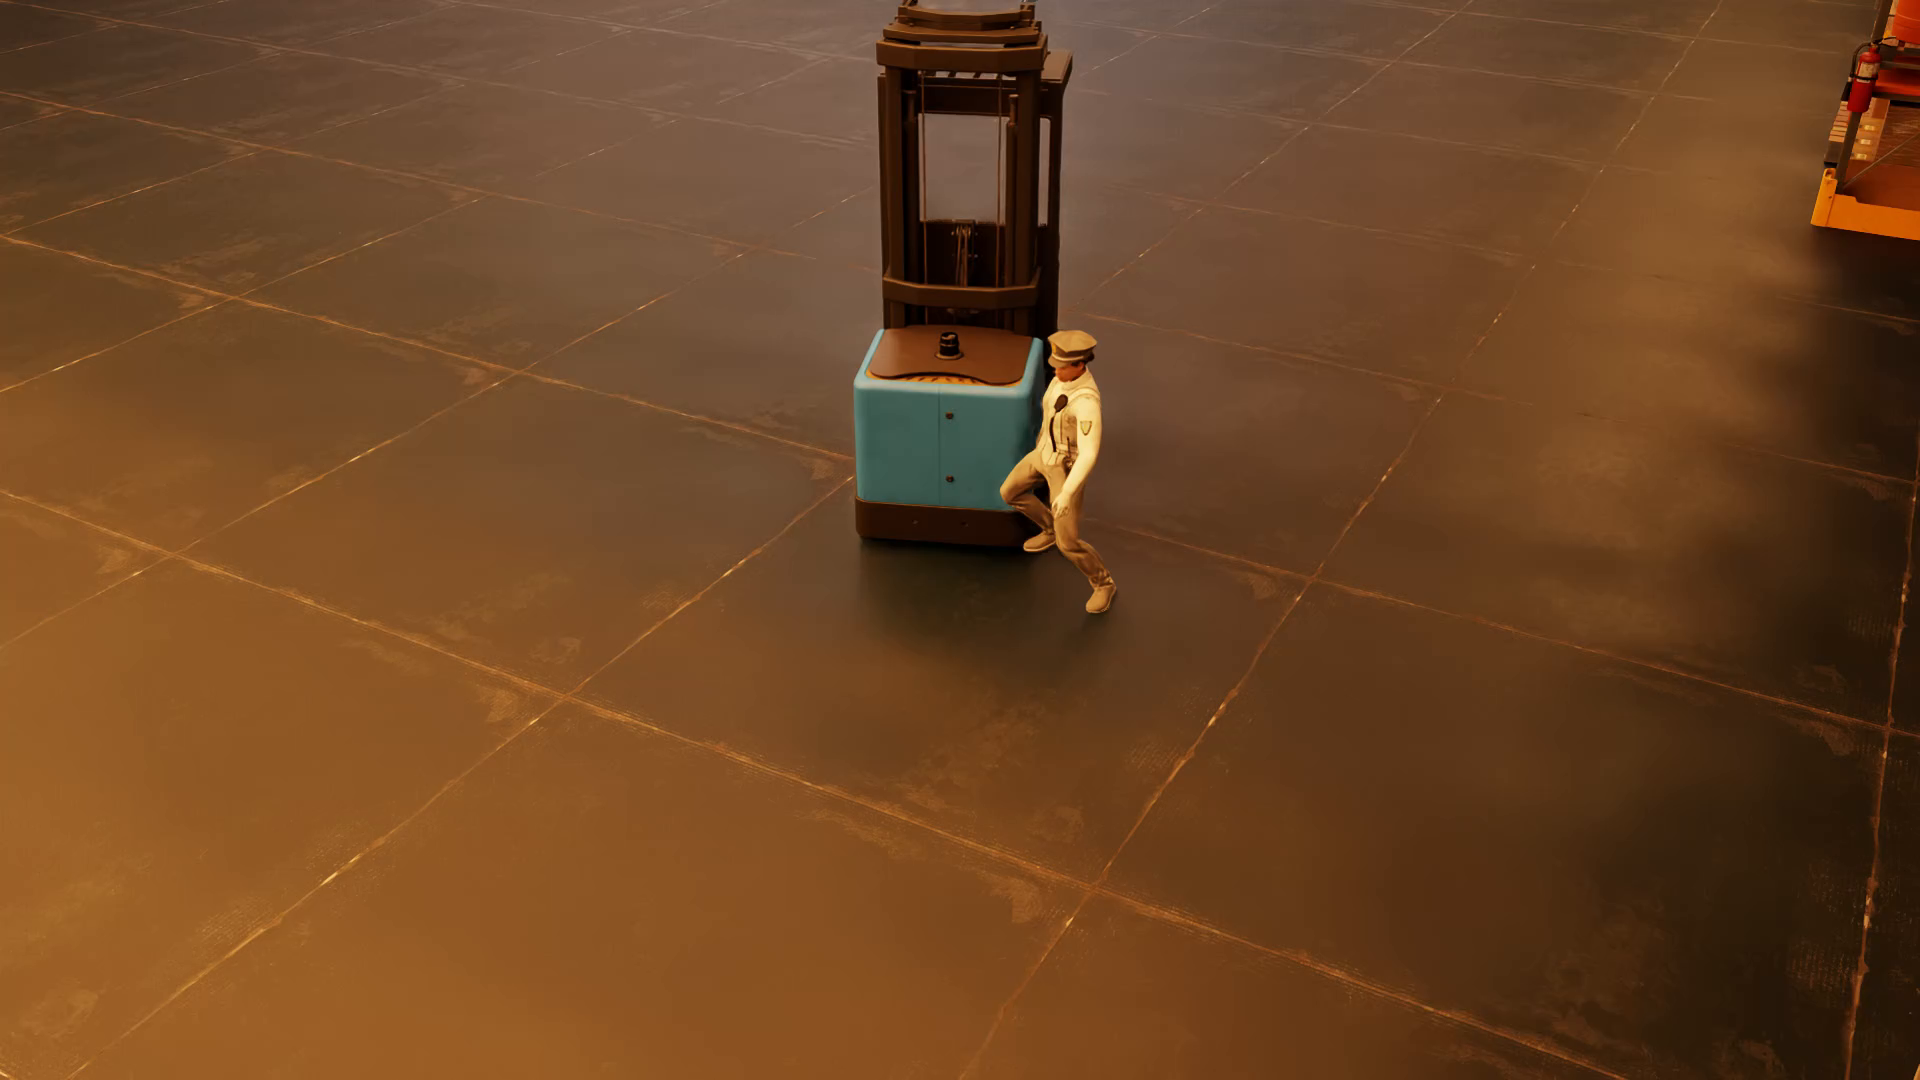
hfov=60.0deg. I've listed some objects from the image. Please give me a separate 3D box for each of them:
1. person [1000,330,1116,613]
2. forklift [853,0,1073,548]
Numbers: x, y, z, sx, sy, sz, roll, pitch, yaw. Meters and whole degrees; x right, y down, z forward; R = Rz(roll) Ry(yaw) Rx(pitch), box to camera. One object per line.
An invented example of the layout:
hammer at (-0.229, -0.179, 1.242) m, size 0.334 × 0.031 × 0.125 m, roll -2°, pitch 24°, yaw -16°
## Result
person at (0.567, -0.427, 9.212) m, size 0.573 × 1.566 × 0.856 m, roll -6°, pitch 31°, yaw -11°
forklift at (0.095, -1.940, 10.433) m, size 1.130 × 2.935 × 3.031 m, roll 4°, pitch 30°, yaw 7°
